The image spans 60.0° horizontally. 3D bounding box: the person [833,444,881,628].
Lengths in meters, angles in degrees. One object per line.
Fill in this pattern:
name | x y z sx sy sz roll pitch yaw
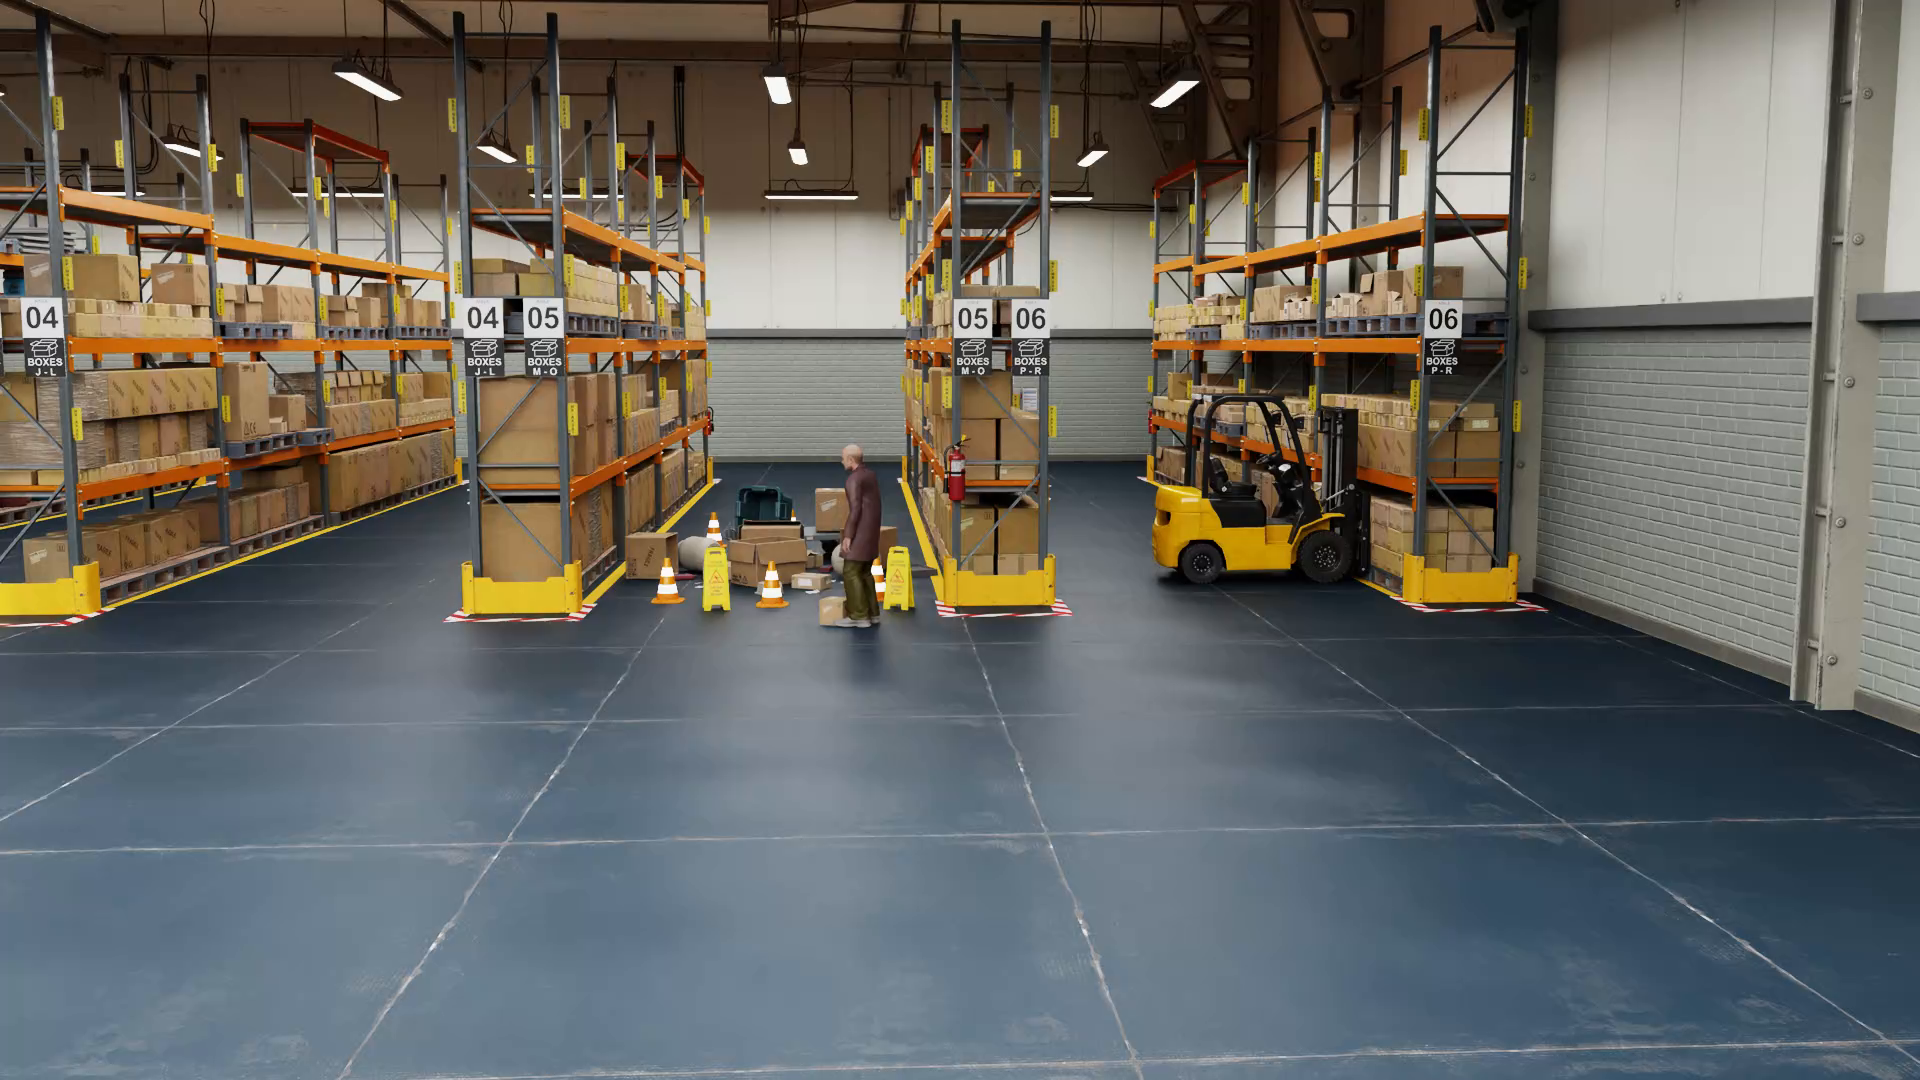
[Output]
person | -0.988 -0.046 16.194 0.419 1.774 0.645 3 7 21
